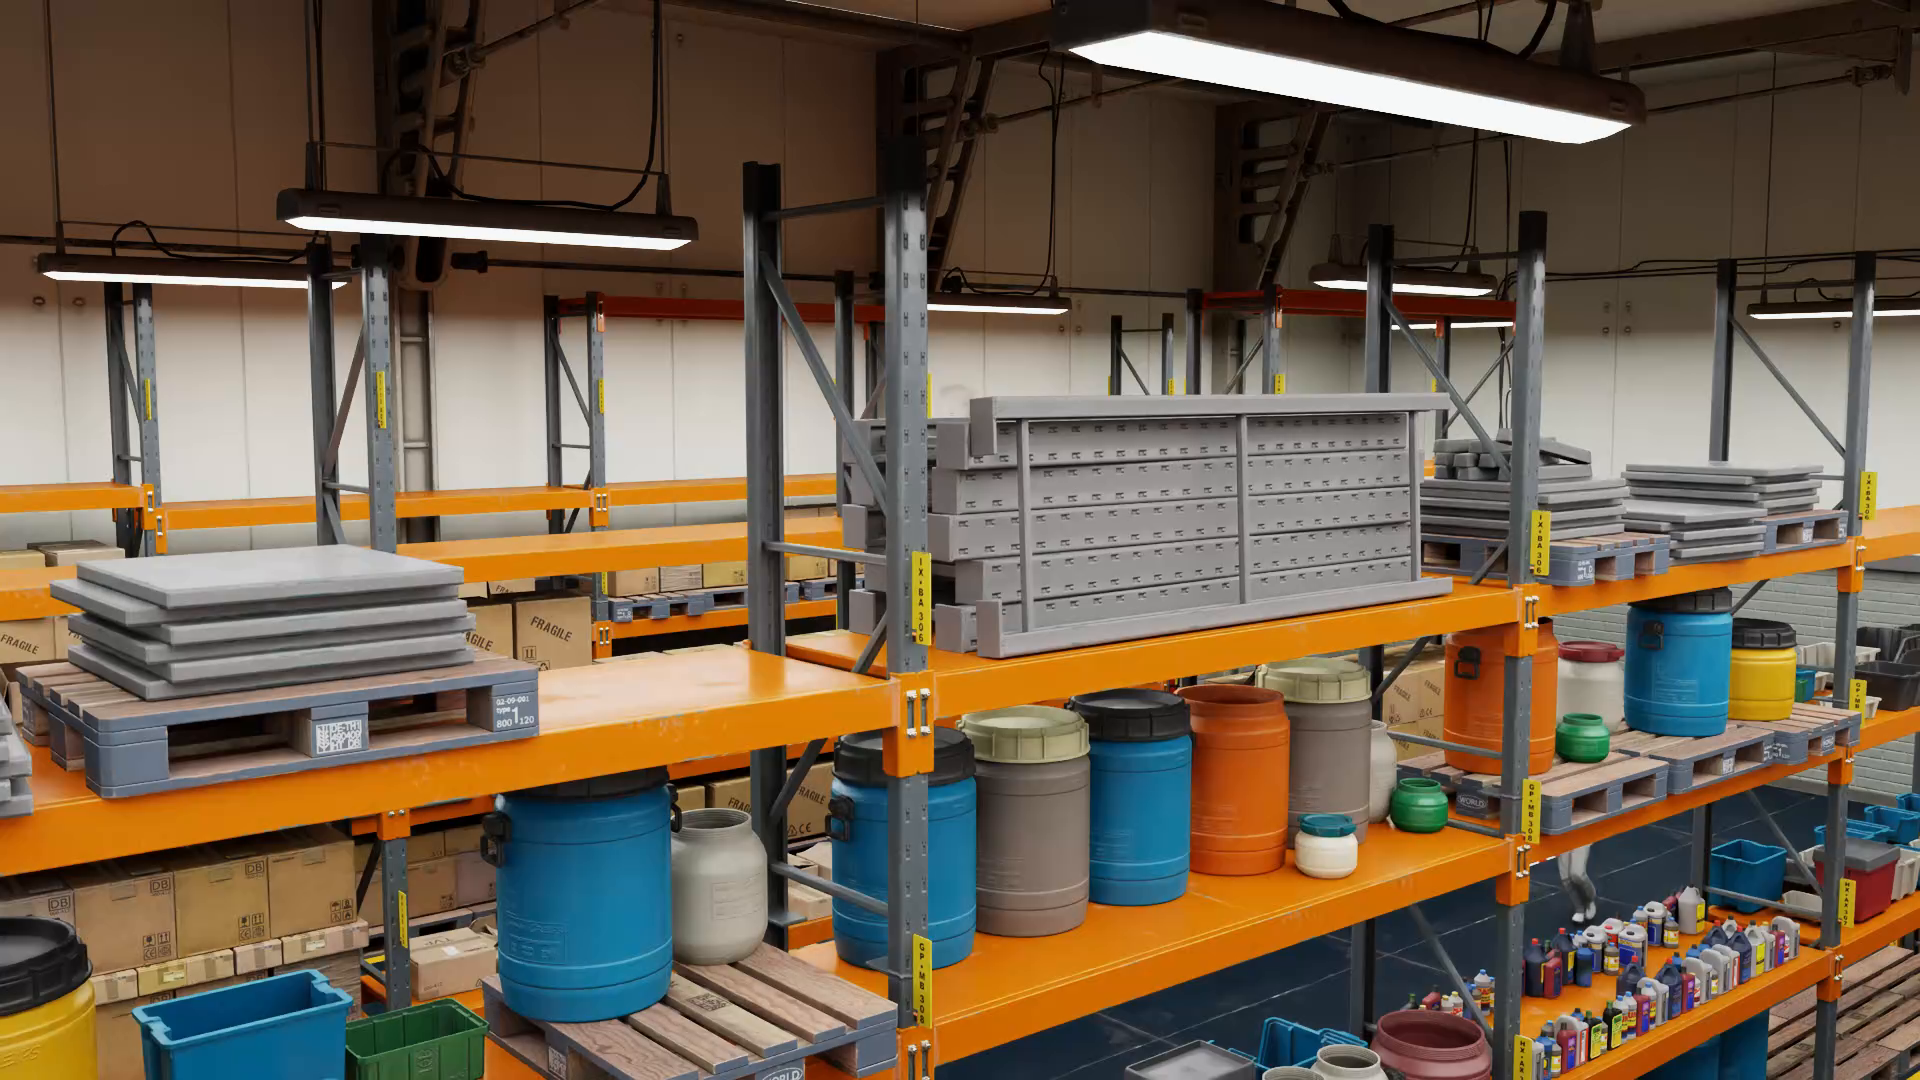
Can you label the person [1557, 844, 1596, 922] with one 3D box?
[{"bbox_3d":[5.809,2.830,15.806,0.598,1.624,0.521,4,7,36],"label":"person"}]
